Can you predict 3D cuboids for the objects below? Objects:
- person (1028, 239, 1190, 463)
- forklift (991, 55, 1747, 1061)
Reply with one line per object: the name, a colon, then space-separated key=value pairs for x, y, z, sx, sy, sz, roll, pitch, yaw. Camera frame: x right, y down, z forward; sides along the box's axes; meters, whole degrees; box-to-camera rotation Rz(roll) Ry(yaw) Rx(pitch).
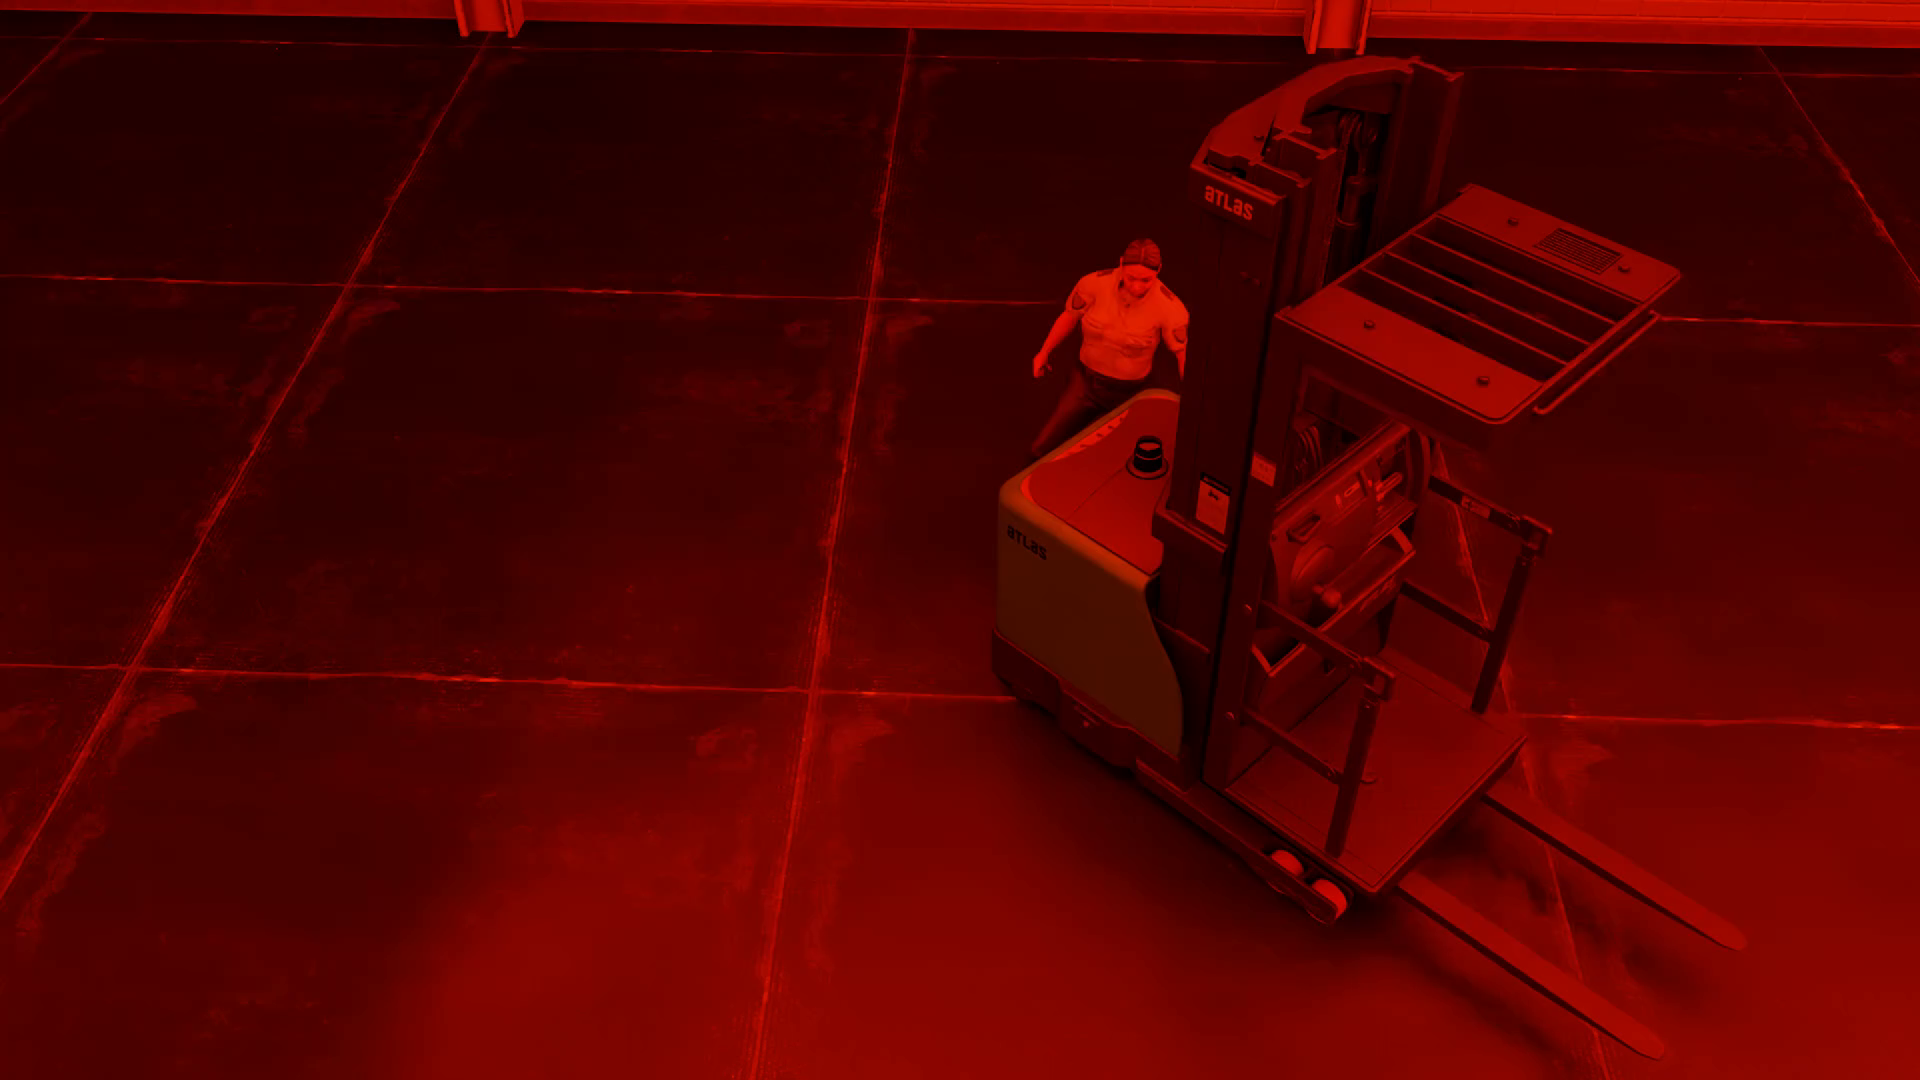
person: x=0.704 y=-0.688 z=7.546 sx=0.850 sy=1.548 sz=0.541 roll=18 pitch=45 yaw=19
forklift: x=1.534 y=-0.028 z=5.773 sx=3.031 sy=2.935 sz=1.130 roll=34 pitch=52 yaw=31
